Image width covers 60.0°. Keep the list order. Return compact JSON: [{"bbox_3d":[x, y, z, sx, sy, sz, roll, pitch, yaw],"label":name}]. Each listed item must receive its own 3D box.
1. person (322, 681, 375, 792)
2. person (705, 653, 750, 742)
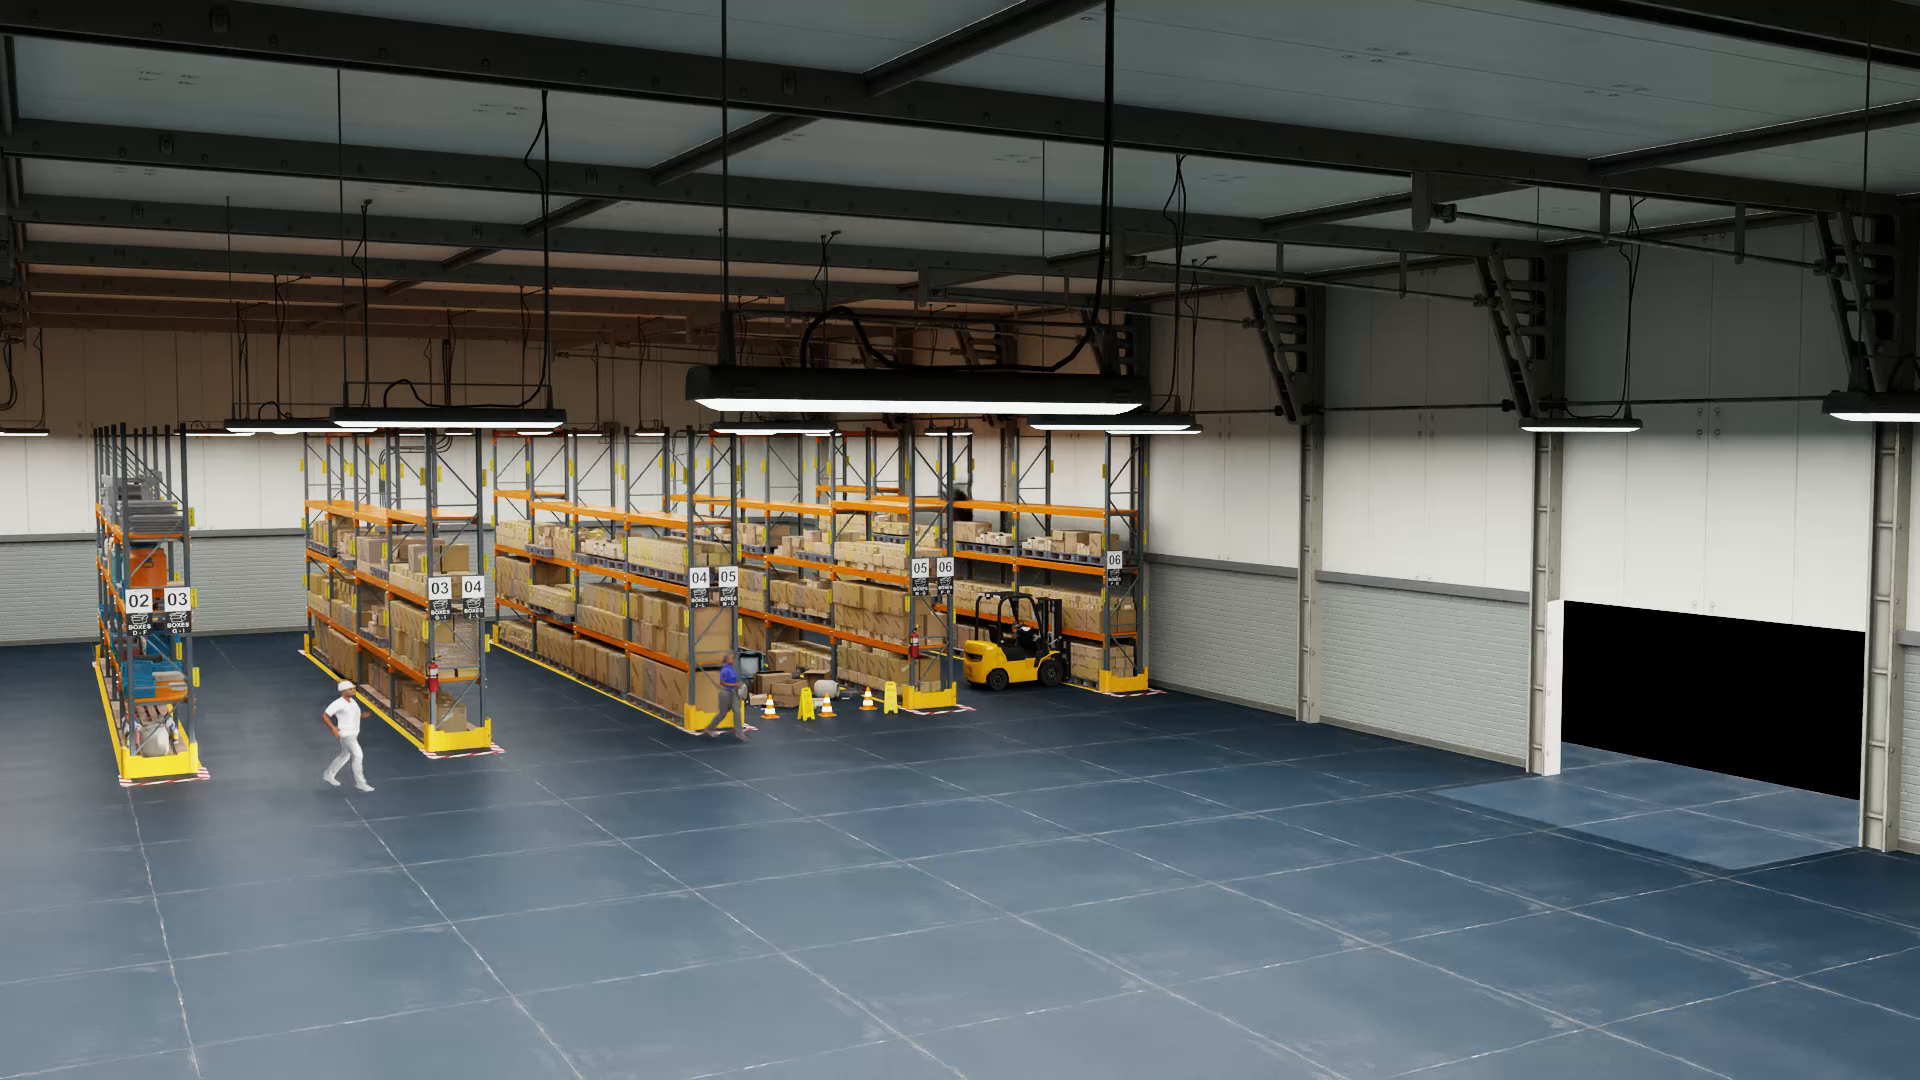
[{"bbox_3d":[-9.948,3.182,27.022,0.903,1.797,0.685,0,3,0],"label":"person"},{"bbox_3d":[-4.424,2.978,31.555,0.882,1.683,0.571,1,4,19],"label":"person"}]
